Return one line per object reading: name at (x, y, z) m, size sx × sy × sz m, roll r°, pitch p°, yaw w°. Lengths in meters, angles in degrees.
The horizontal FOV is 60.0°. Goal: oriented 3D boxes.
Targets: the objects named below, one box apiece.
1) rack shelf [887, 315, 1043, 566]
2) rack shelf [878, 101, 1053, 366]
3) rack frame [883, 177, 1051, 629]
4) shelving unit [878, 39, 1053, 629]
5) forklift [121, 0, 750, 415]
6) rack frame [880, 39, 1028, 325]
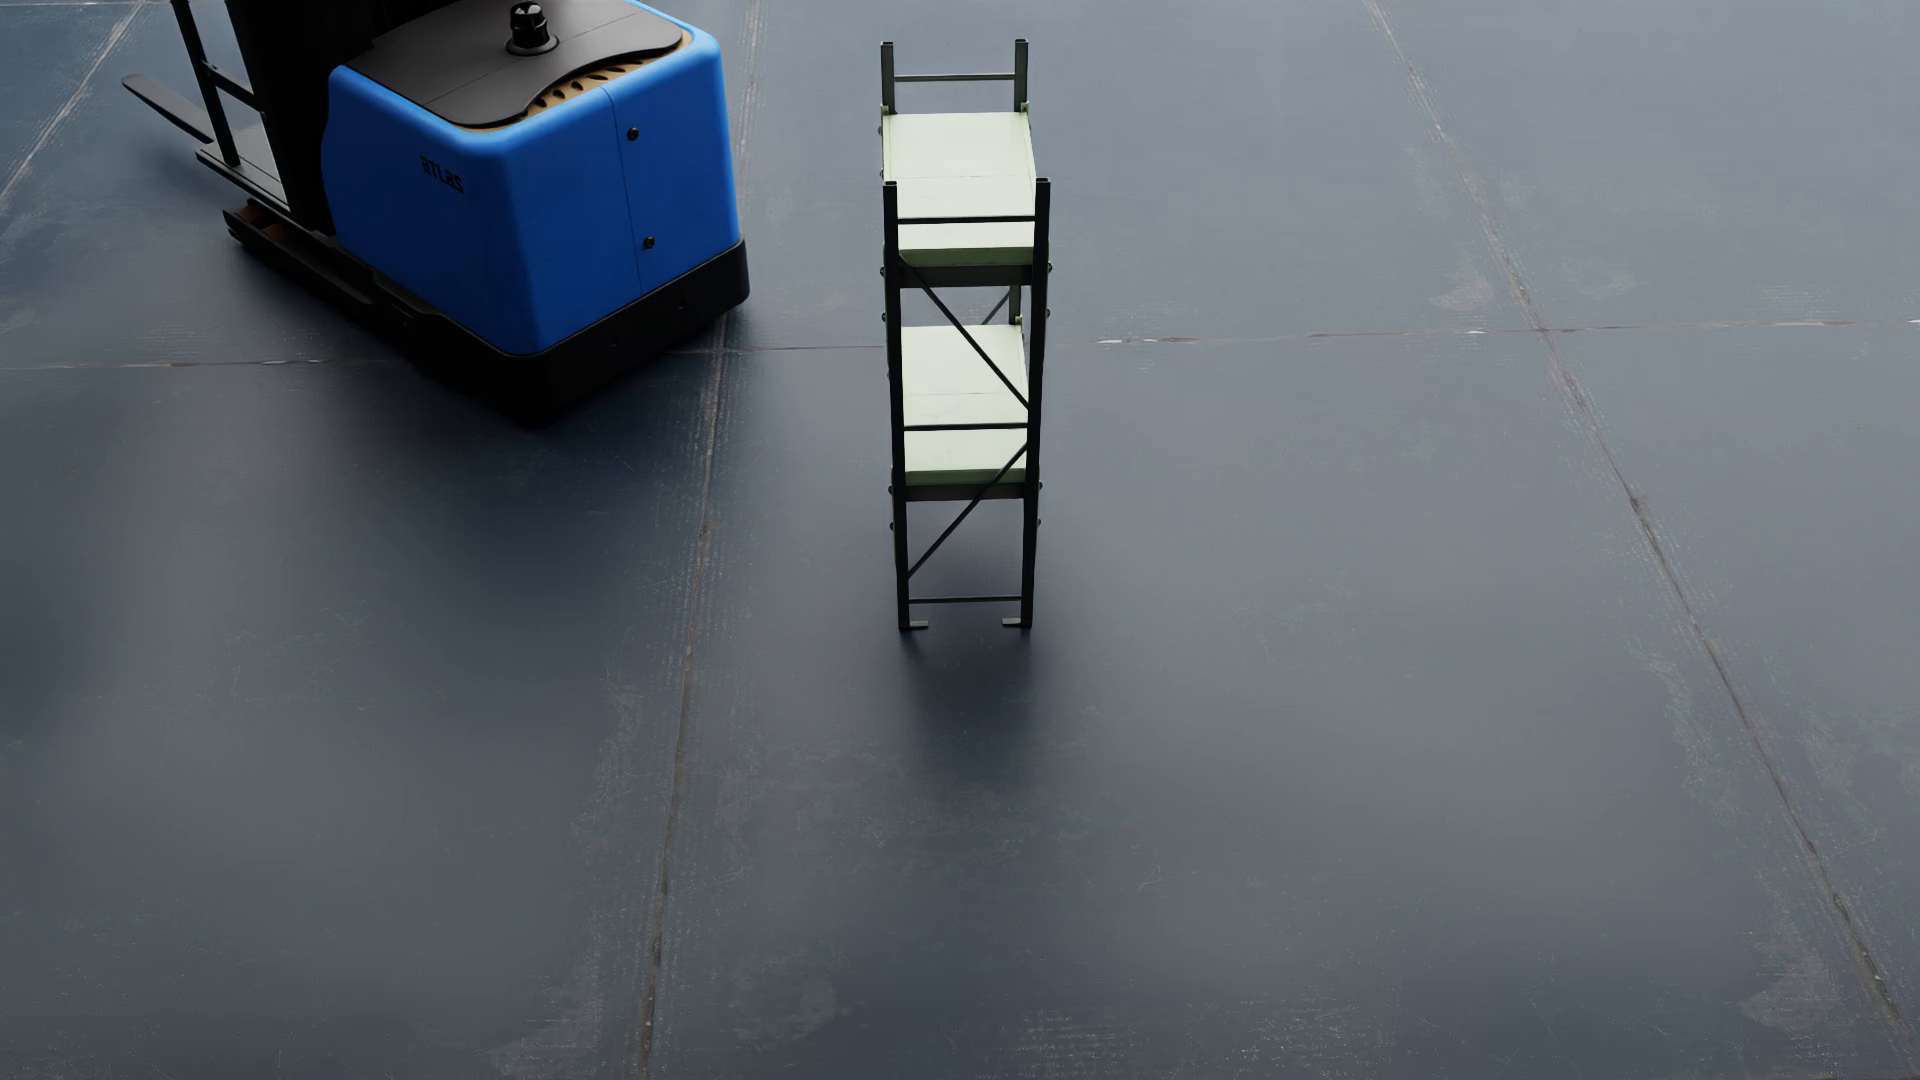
rack shelf at (0.000, -0.308, 4.959) m, size 0.431 × 0.370 × 0.720 m, roll -2°, pitch 43°, yaw -2°
rack shelf at (0.000, -0.836, 4.475) m, size 0.431 × 0.370 × 0.720 m, roll -2°, pitch 43°, yaw -2°
rack frame at (0.016, -0.301, 4.469) m, size 0.400 × 1.500 × 0.023 m, roll -2°, pitch 43°, yaw -2°
shelving unit at (0.000, -0.548, 4.738) m, size 0.431 × 1.500 × 0.755 m, roll -2°, pitch 43°, yaw -2°
forklift at (-2.211, -2.363, 5.659) m, size 3.031 × 2.935 × 1.130 m, roll 31°, pitch 51°, yaw 29°
rack frame at (-0.015, -0.795, 5.008) m, size 0.400 × 1.500 × 0.023 m, roll -2°, pitch 43°, yaw -2°
